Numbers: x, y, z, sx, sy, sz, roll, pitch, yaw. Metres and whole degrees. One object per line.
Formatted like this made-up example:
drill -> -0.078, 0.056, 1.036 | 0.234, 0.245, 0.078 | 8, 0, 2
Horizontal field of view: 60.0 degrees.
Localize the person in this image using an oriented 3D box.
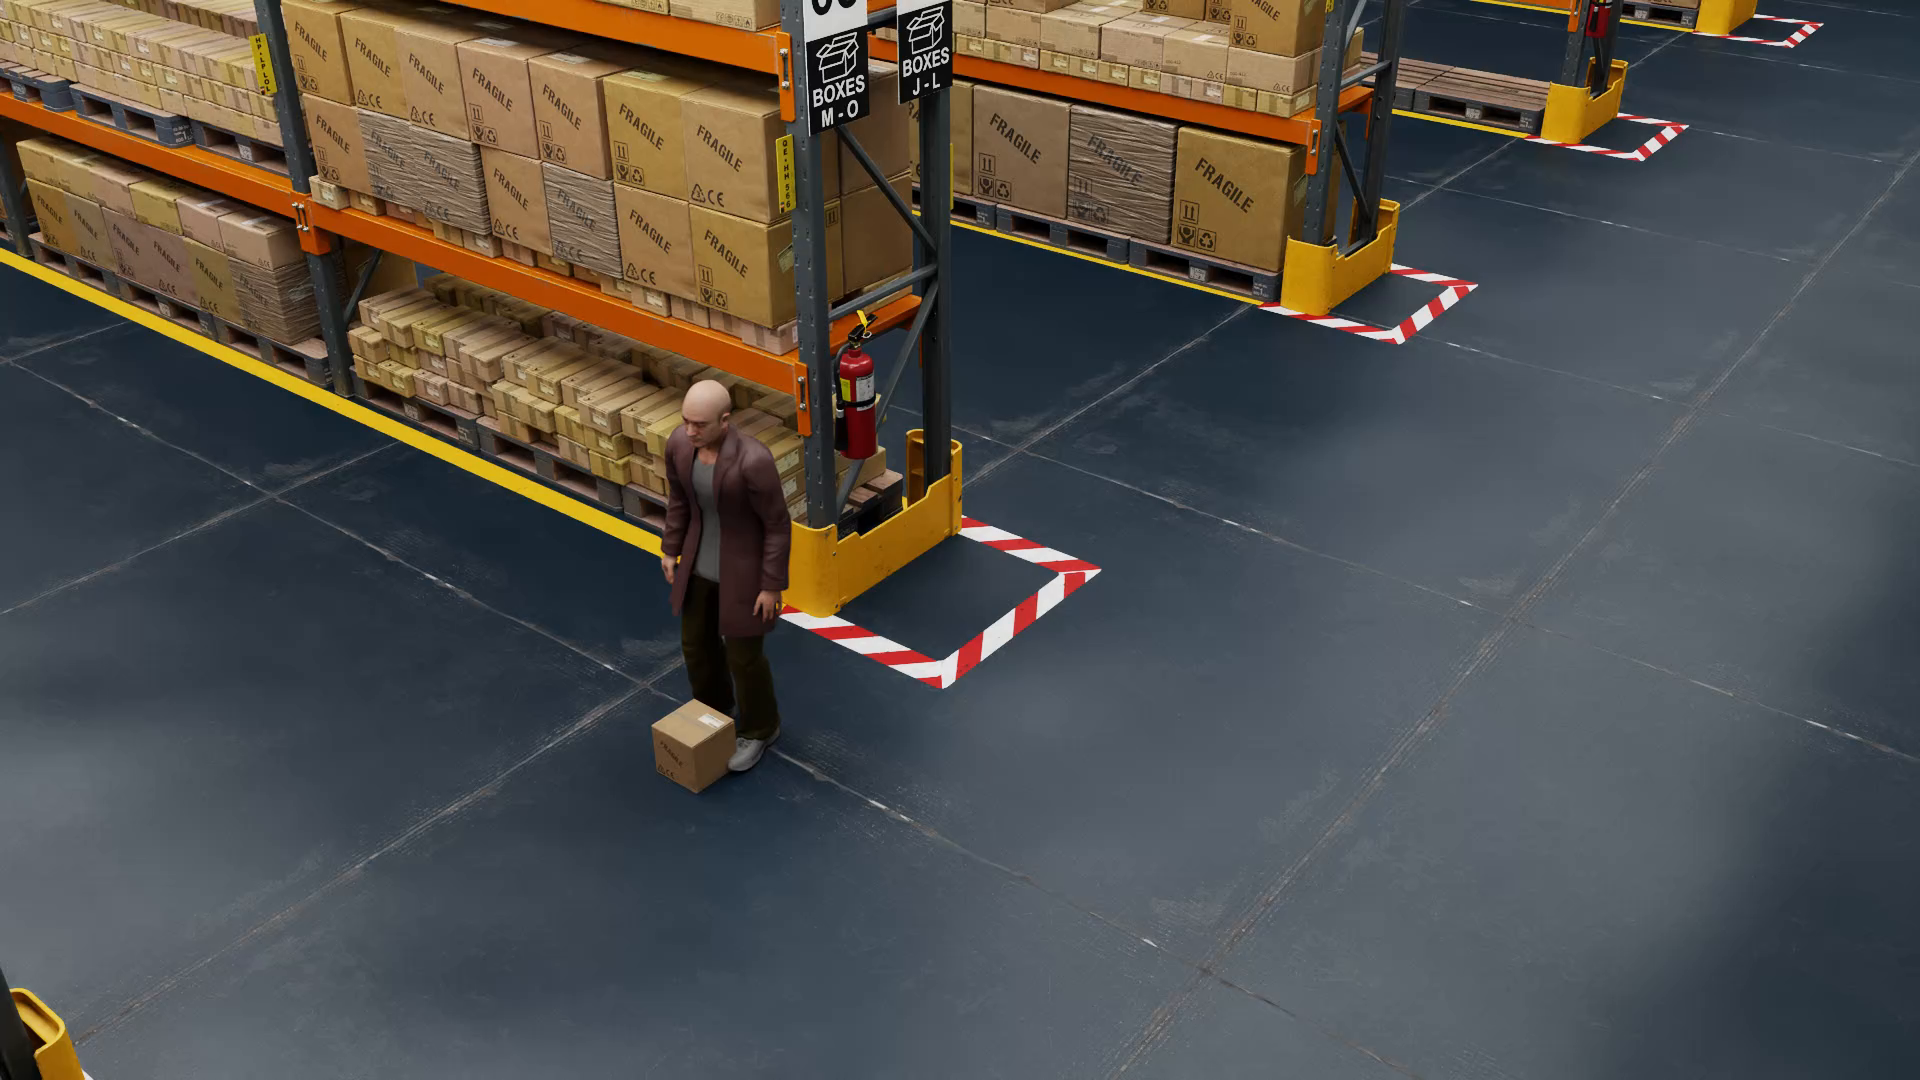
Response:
person -> -0.982, 0.129, 6.927 | 0.655, 1.775, 0.419 | 19, 36, 29
